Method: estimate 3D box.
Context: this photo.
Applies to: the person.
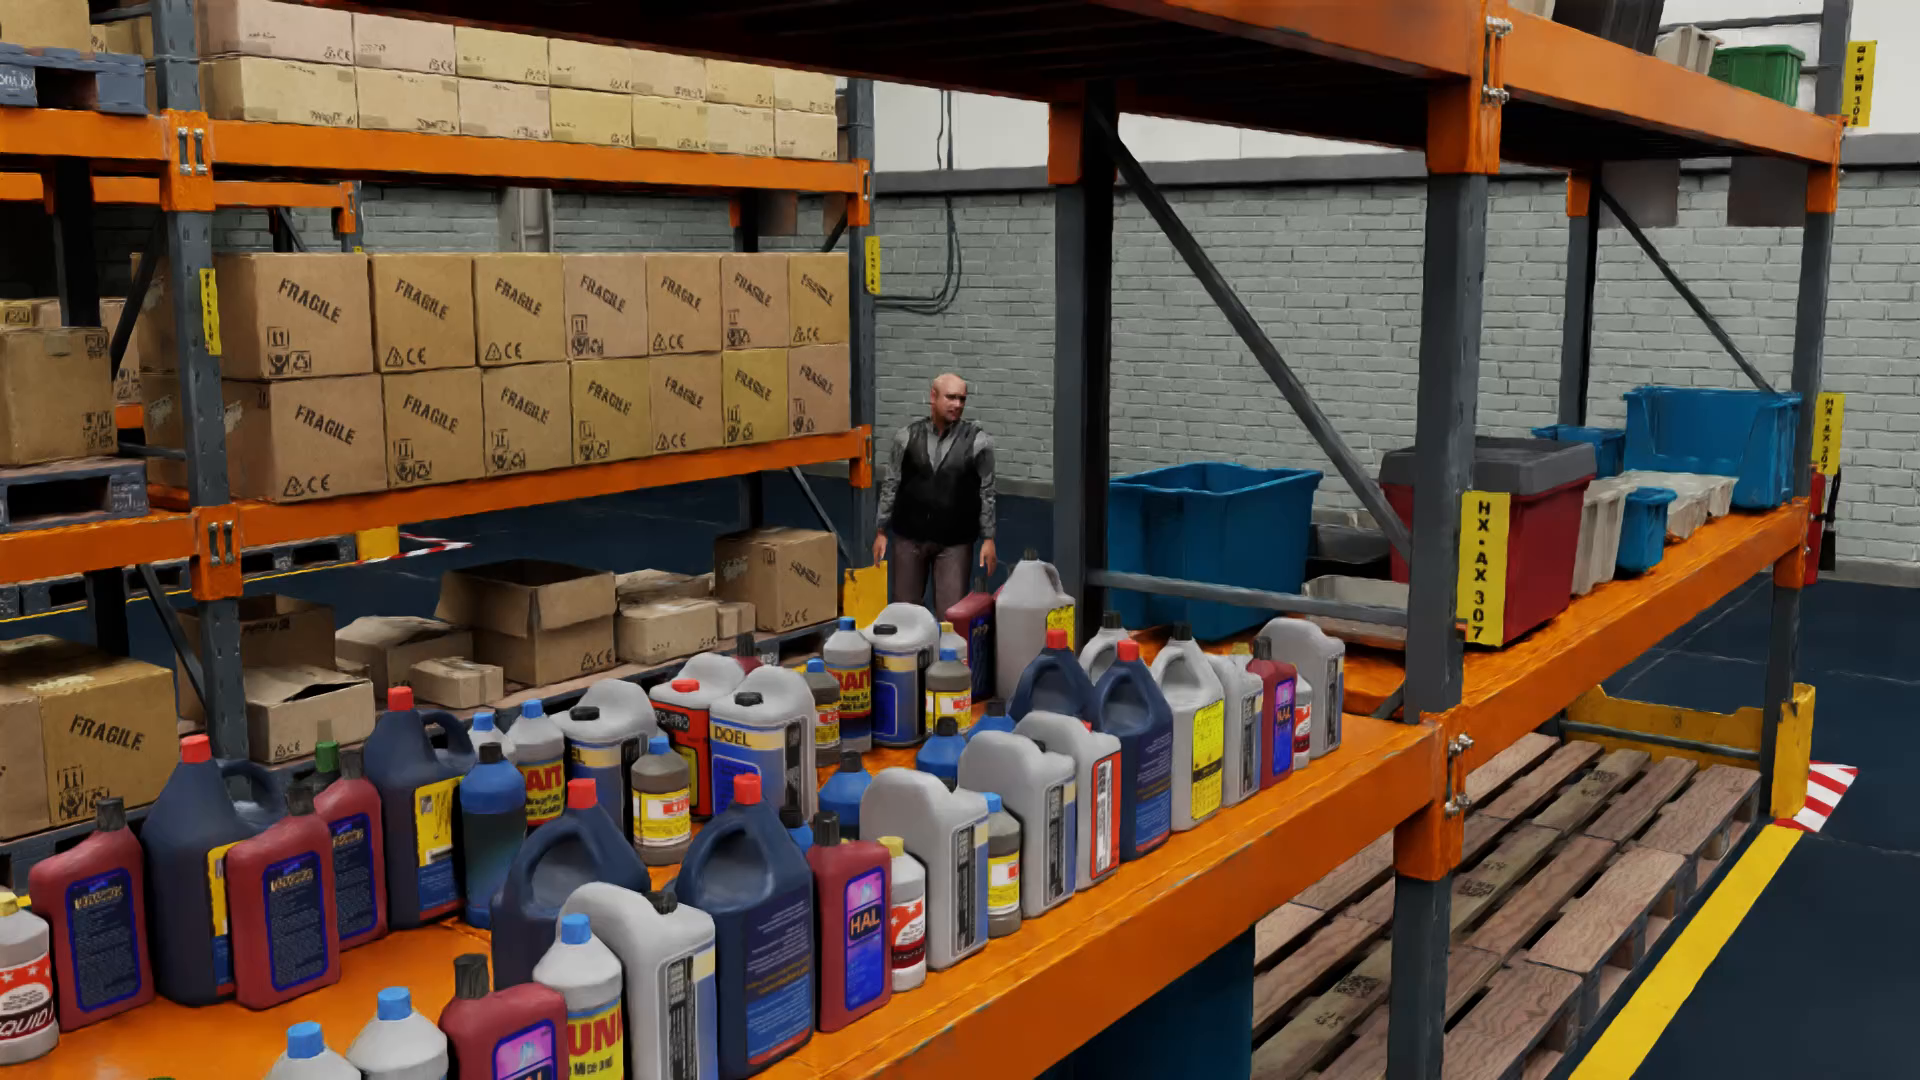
[{"bbox_3d":[-0.130,0.009,8.366,0.633,1.701,0.538,1,10,8],"label":"person"}]
